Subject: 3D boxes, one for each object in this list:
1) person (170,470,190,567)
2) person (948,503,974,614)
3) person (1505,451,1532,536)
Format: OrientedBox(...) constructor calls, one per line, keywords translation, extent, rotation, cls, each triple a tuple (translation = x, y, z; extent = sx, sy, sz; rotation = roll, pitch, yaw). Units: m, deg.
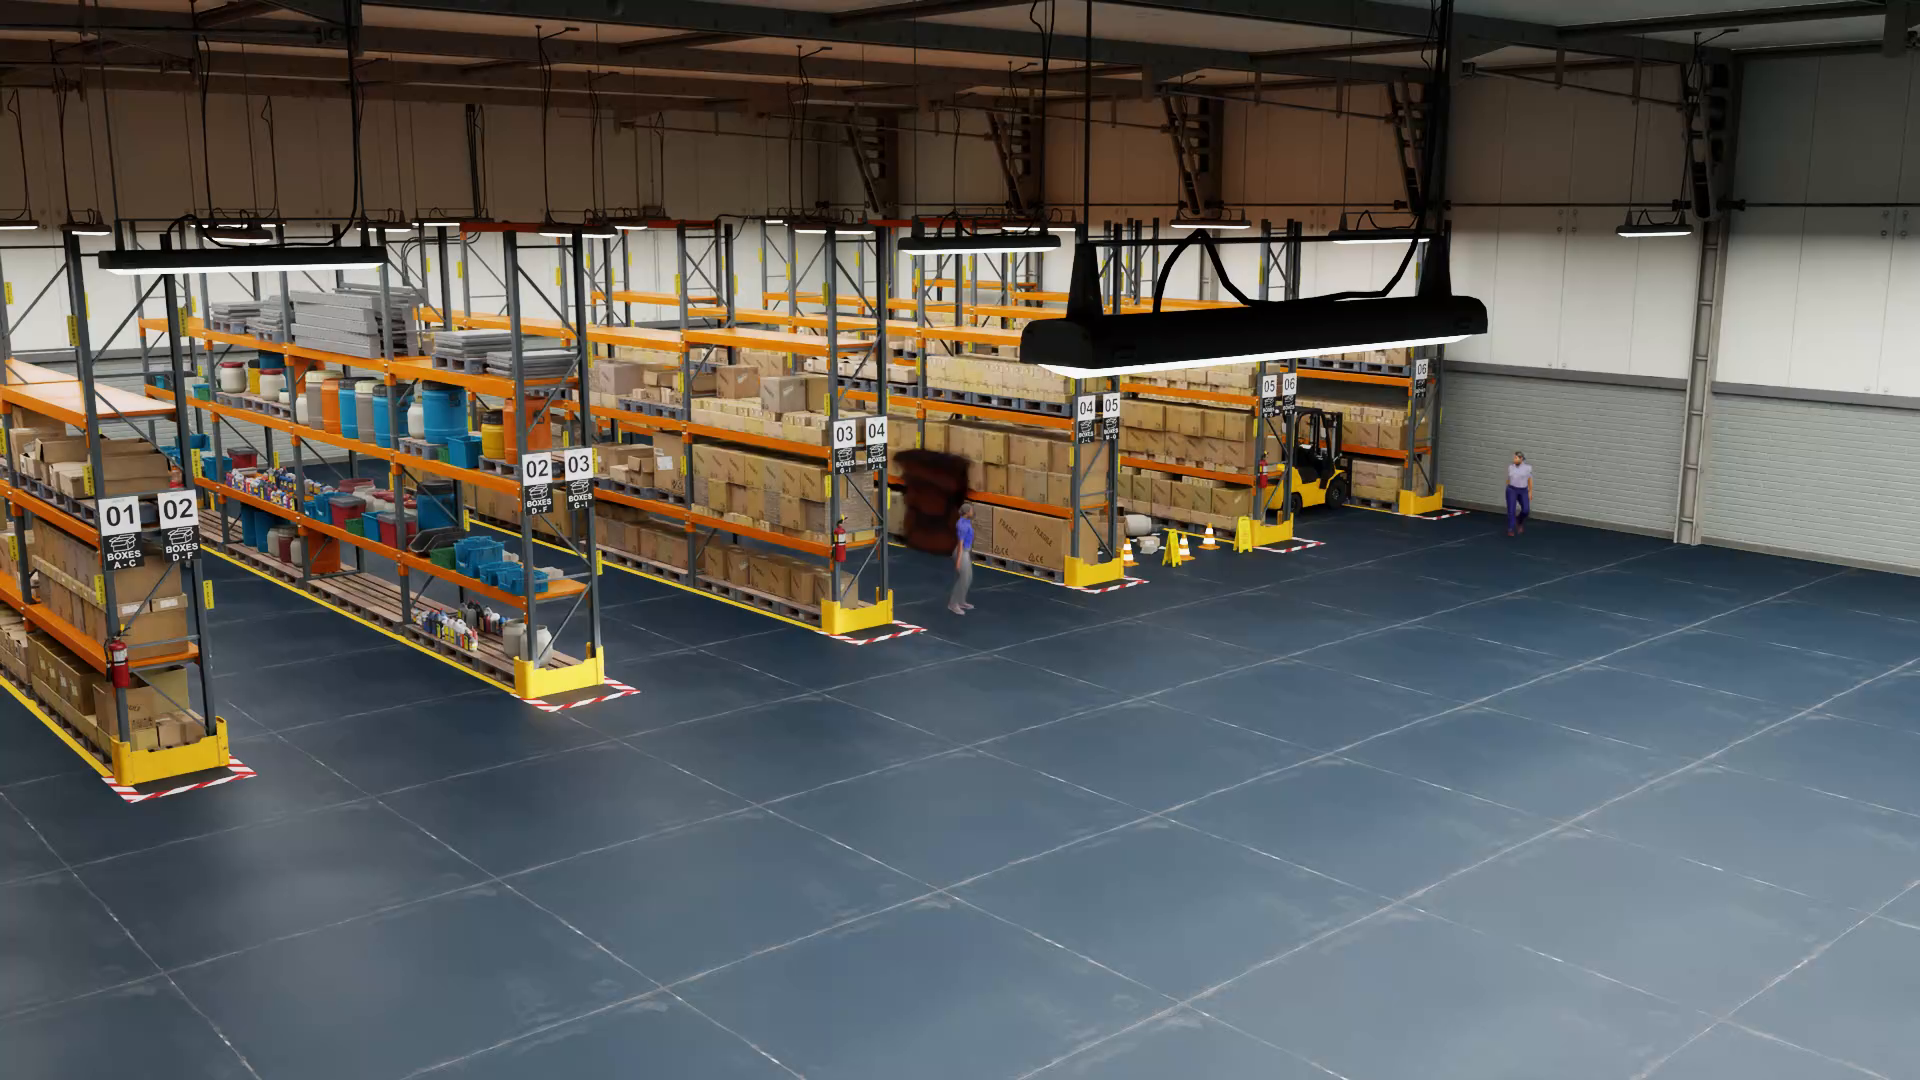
OrientedBox(translation=(-13.742, -0.386, 29.361), extent=(0.597, 1.728, 0.429), rotation=(10, 15, 40), cls="person")
OrientedBox(translation=(0.011, 0.272, 25.056), extent=(0.399, 1.654, 0.590), rotation=(0, 11, 2), cls="person")
OrientedBox(translation=(10.780, -0.892, 32.077), extent=(0.487, 1.629, 0.454), rotation=(1, 11, 7), cls="person")
